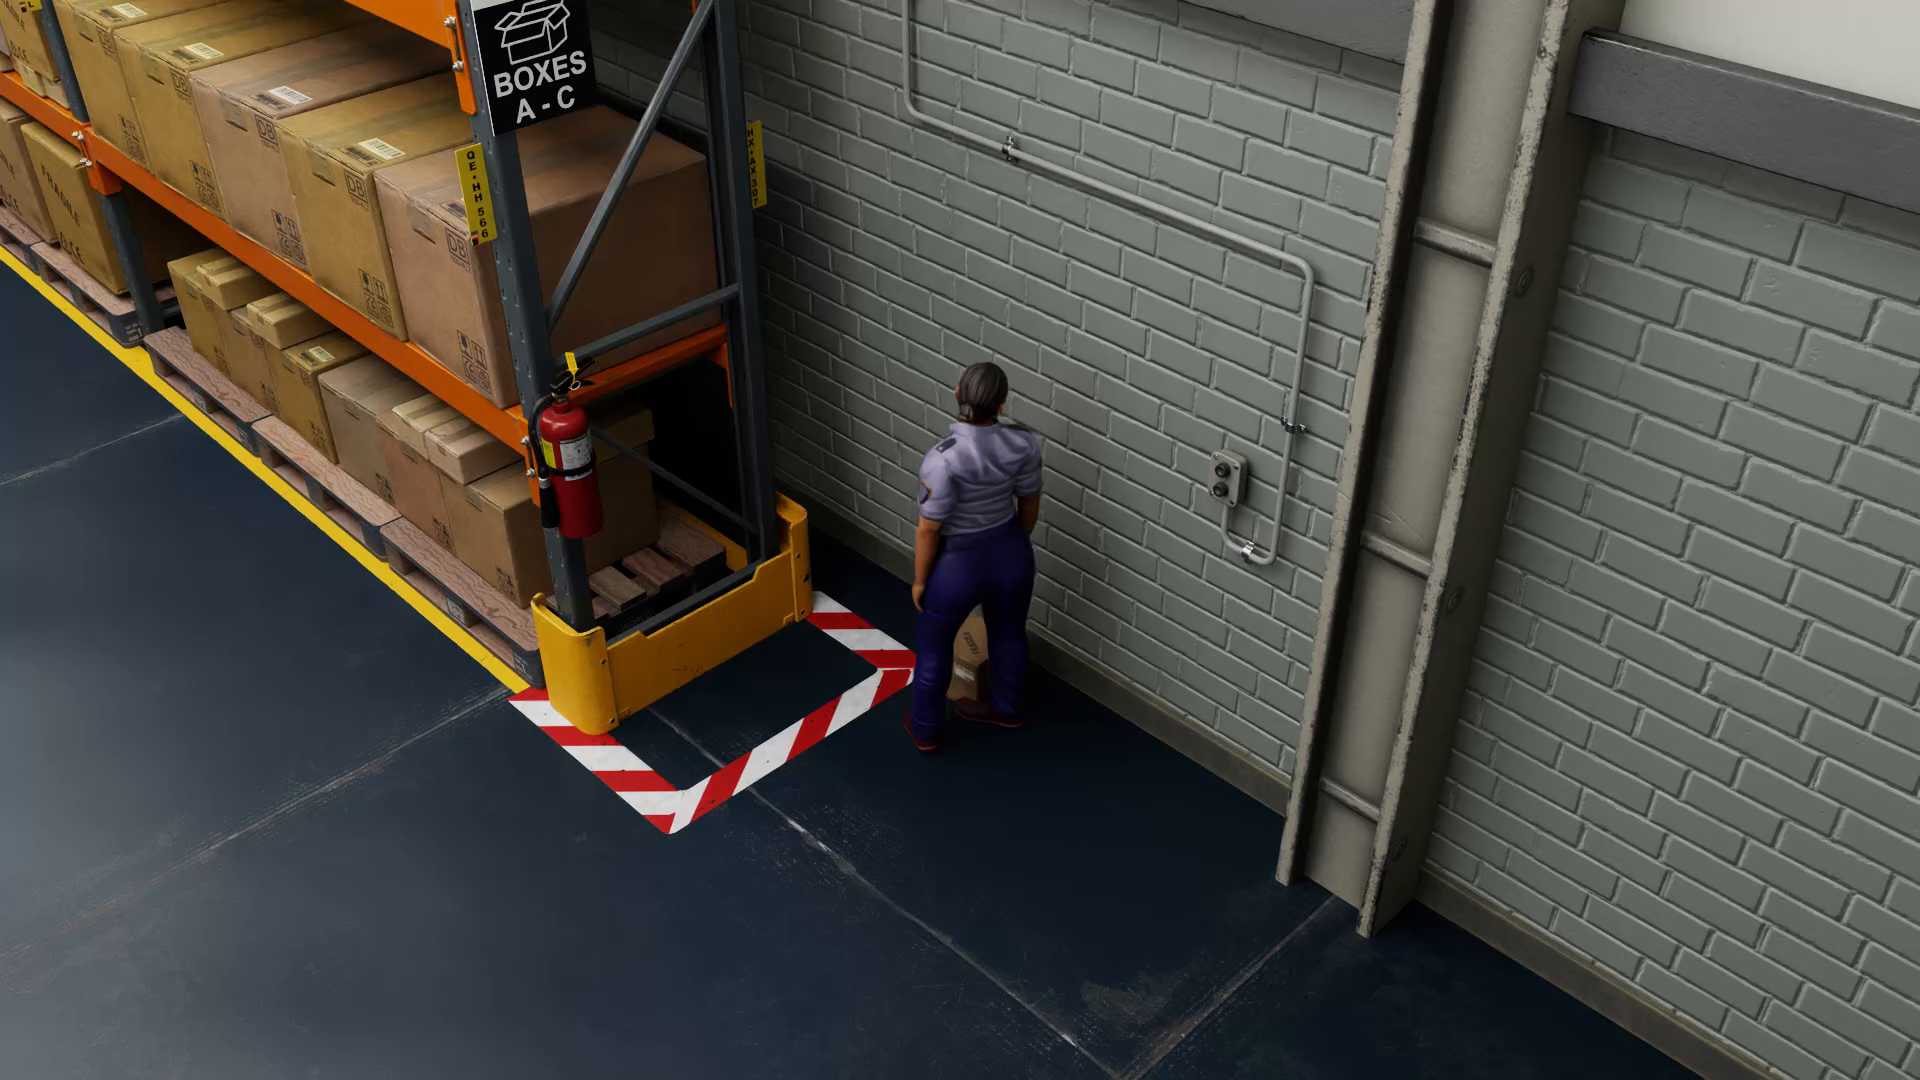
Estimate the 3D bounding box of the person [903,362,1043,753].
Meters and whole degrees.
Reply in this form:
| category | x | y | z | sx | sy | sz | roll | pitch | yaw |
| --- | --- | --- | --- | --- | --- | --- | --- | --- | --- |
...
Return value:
| category | x | y | z | sx | sy | sz | roll | pitch | yaw |
| --- | --- | --- | --- | --- | --- | --- | --- | --- | --- |
| person | 0.040 | 0.081 | 6.046 | 0.513 | 1.649 | 0.420 | -14 | 38 | -19 |
